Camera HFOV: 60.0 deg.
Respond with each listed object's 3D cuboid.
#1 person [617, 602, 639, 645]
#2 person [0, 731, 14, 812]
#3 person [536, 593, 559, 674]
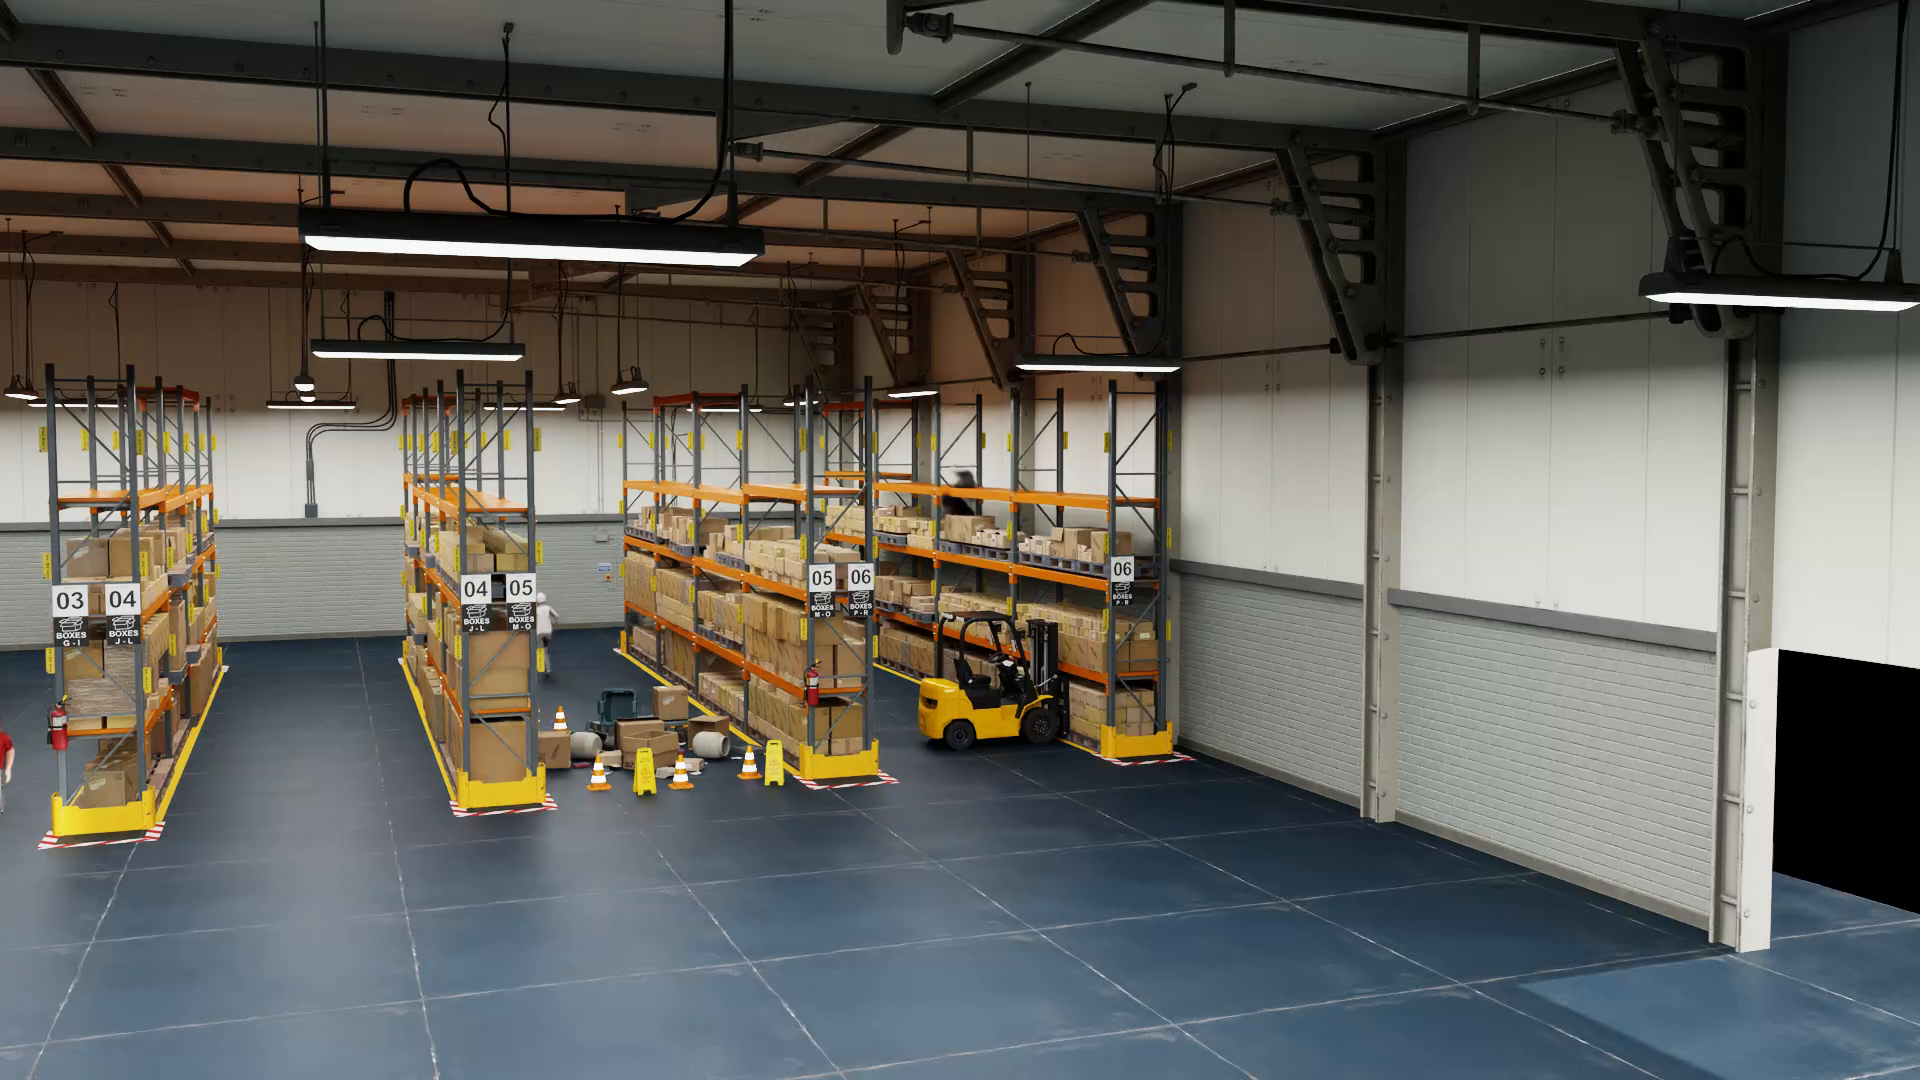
[{"bbox_3d":[-8.064,1.792,40.978,0.882,1.645,0.616,0,3,-1],"label":"person"},{"bbox_3d":[-12.003,2.970,20.480,0.720,1.684,0.603,-3,4,-41],"label":"person"},{"bbox_3d":[-8.969,2.047,35.695,0.634,1.821,0.815,-2,4,-33],"label":"person"}]
